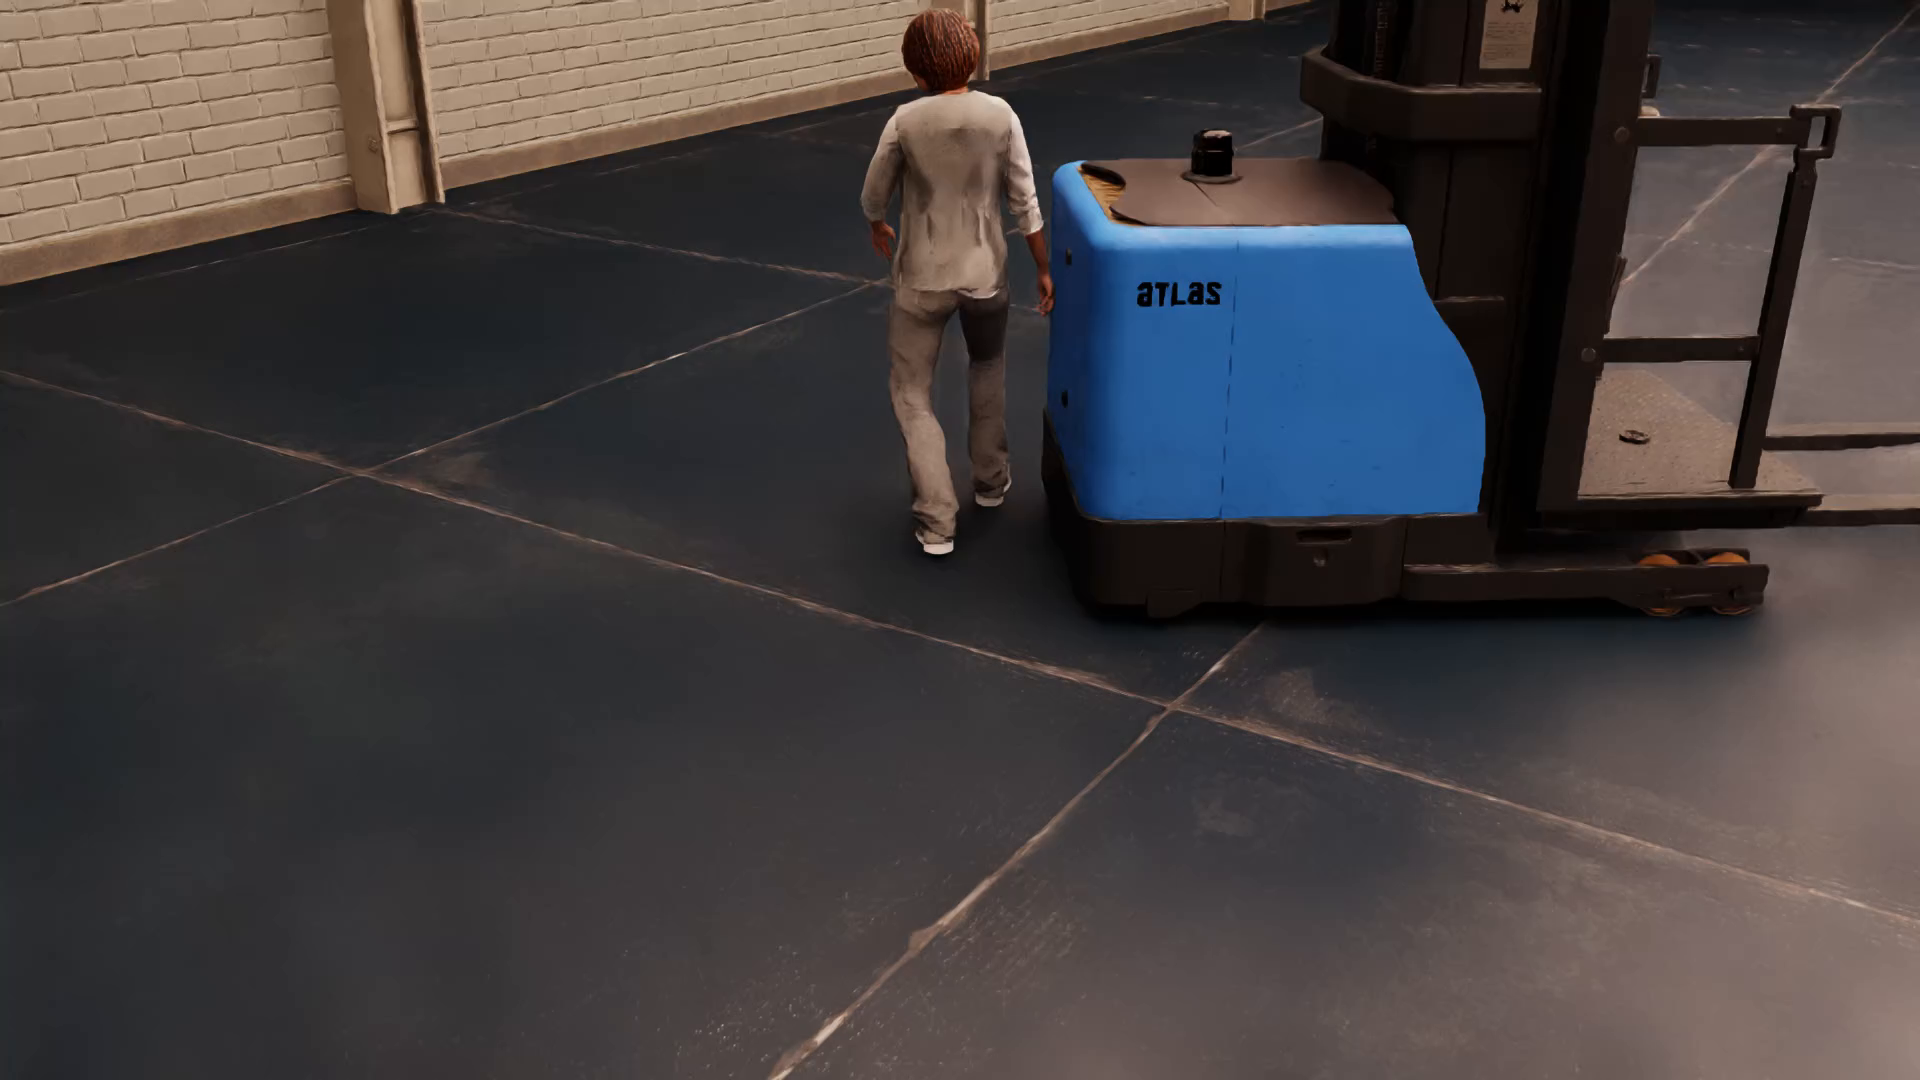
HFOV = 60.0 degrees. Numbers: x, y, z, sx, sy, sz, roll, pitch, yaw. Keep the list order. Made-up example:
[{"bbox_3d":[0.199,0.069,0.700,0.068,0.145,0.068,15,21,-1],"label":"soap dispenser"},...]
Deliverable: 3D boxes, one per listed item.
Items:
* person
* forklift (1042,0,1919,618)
[{"bbox_3d":[0.005,-0.780,4.925,0.539,1.532,0.688,-8,25,-18],"label":"person"},{"bbox_3d":[1.799,-1.345,4.458,3.031,2.935,1.130,-1,23,-3],"label":"forklift"}]
